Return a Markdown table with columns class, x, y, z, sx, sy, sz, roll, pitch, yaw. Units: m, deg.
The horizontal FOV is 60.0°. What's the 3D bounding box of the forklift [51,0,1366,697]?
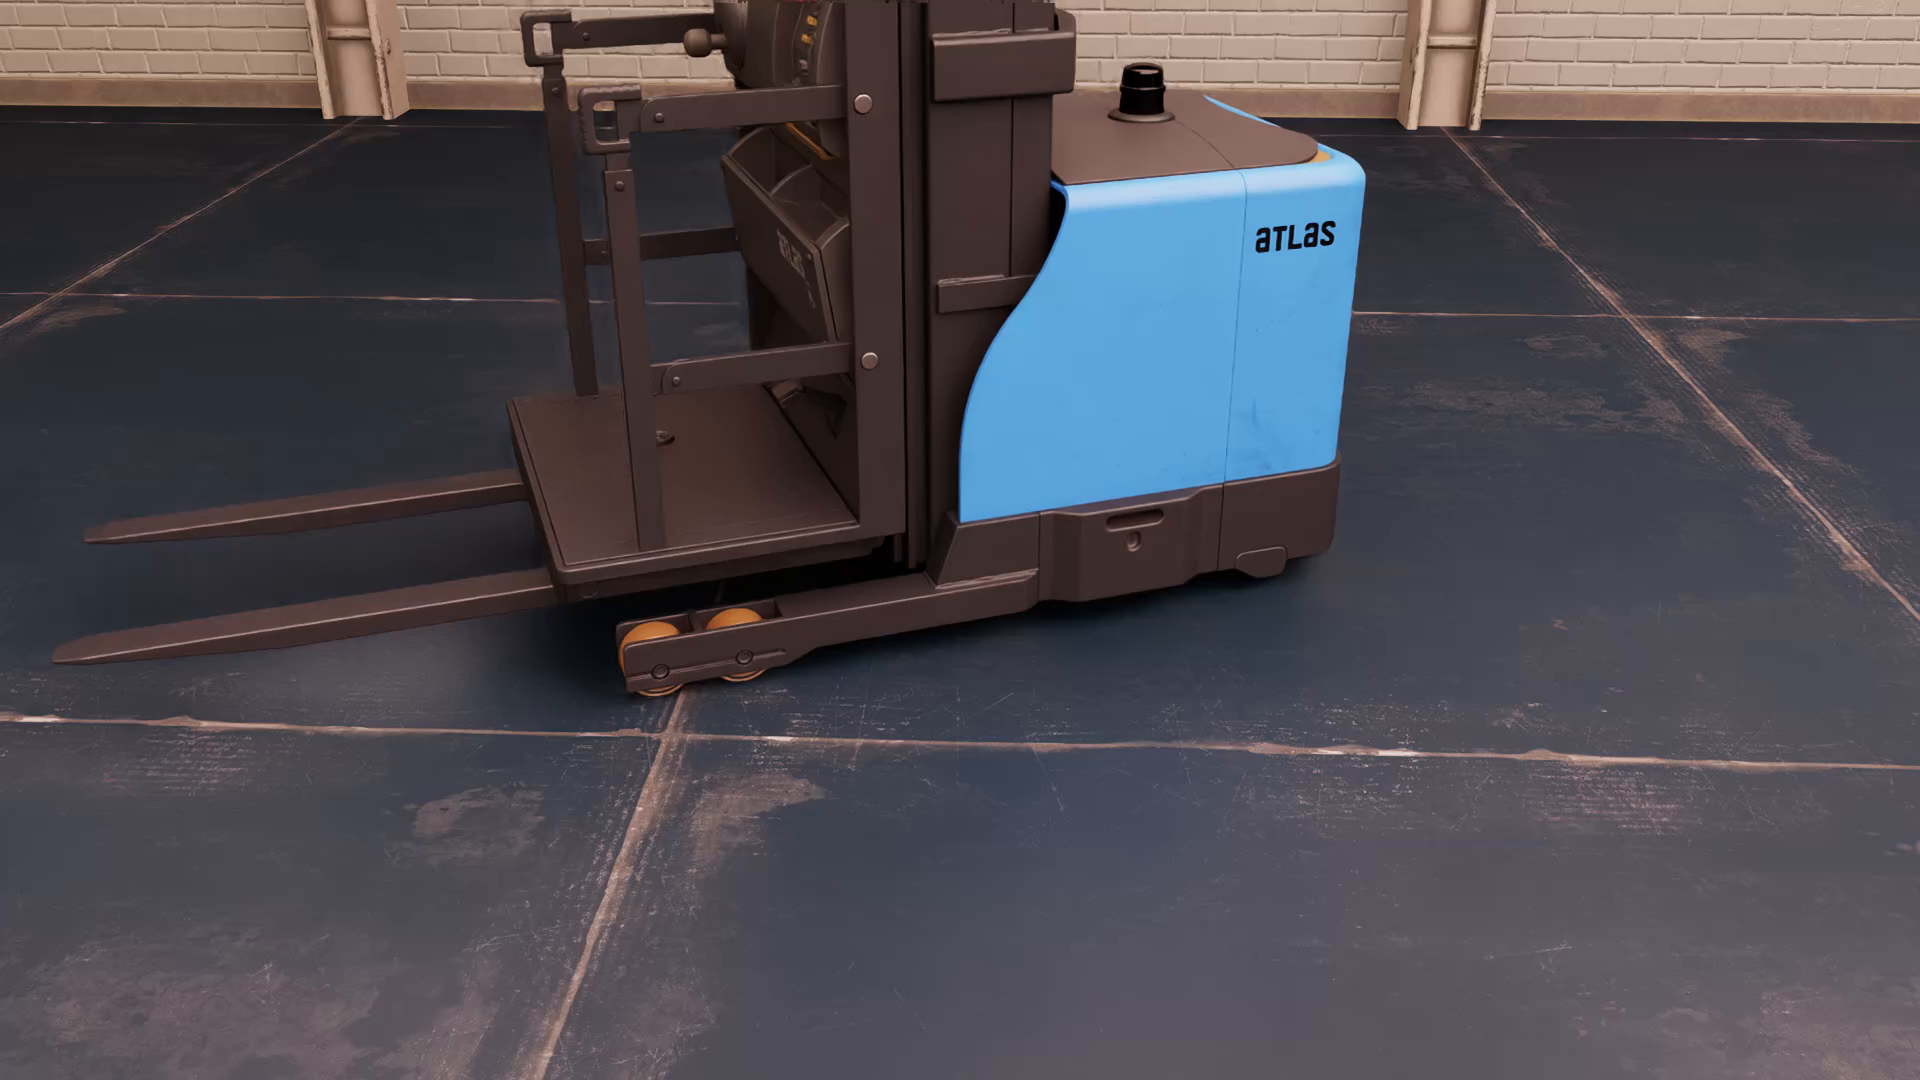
| class | x | y | z | sx | sy | sz | roll | pitch | yaw |
| --- | --- | --- | --- | --- | --- | --- | --- | --- | --- |
| forklift | -0.597 | -1.221 | 3.683 | 3.031 | 2.935 | 1.130 | -9 | 28 | -17 |
